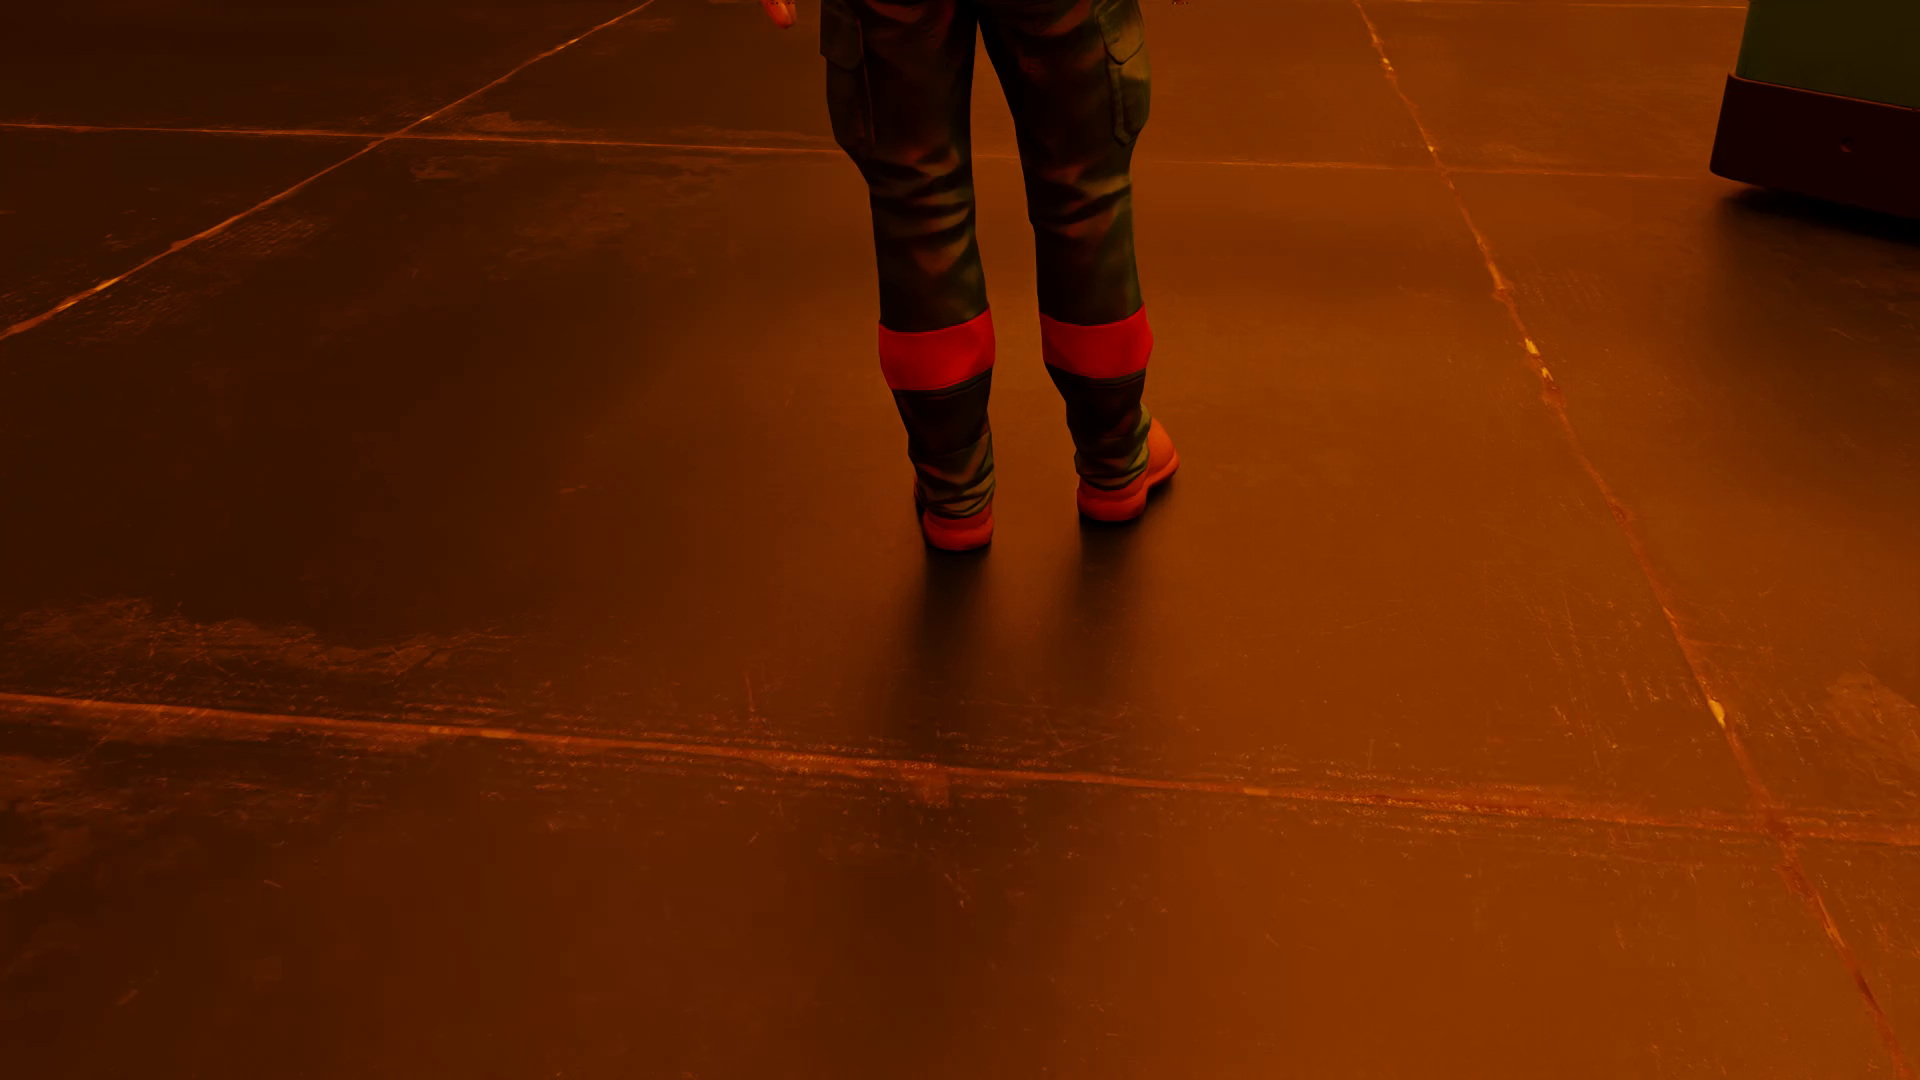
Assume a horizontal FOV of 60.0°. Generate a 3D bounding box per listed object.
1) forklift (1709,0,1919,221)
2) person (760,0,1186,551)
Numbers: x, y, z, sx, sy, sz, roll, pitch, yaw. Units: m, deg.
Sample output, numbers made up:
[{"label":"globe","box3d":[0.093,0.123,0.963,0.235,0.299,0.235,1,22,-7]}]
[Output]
[{"label":"forklift","box3d":[3.391,-2.387,4.001,3.031,2.935,1.130,-18,32,-31]},{"label":"person","box3d":[0.021,-0.842,2.168,0.638,1.789,0.562,3,27,7]}]
